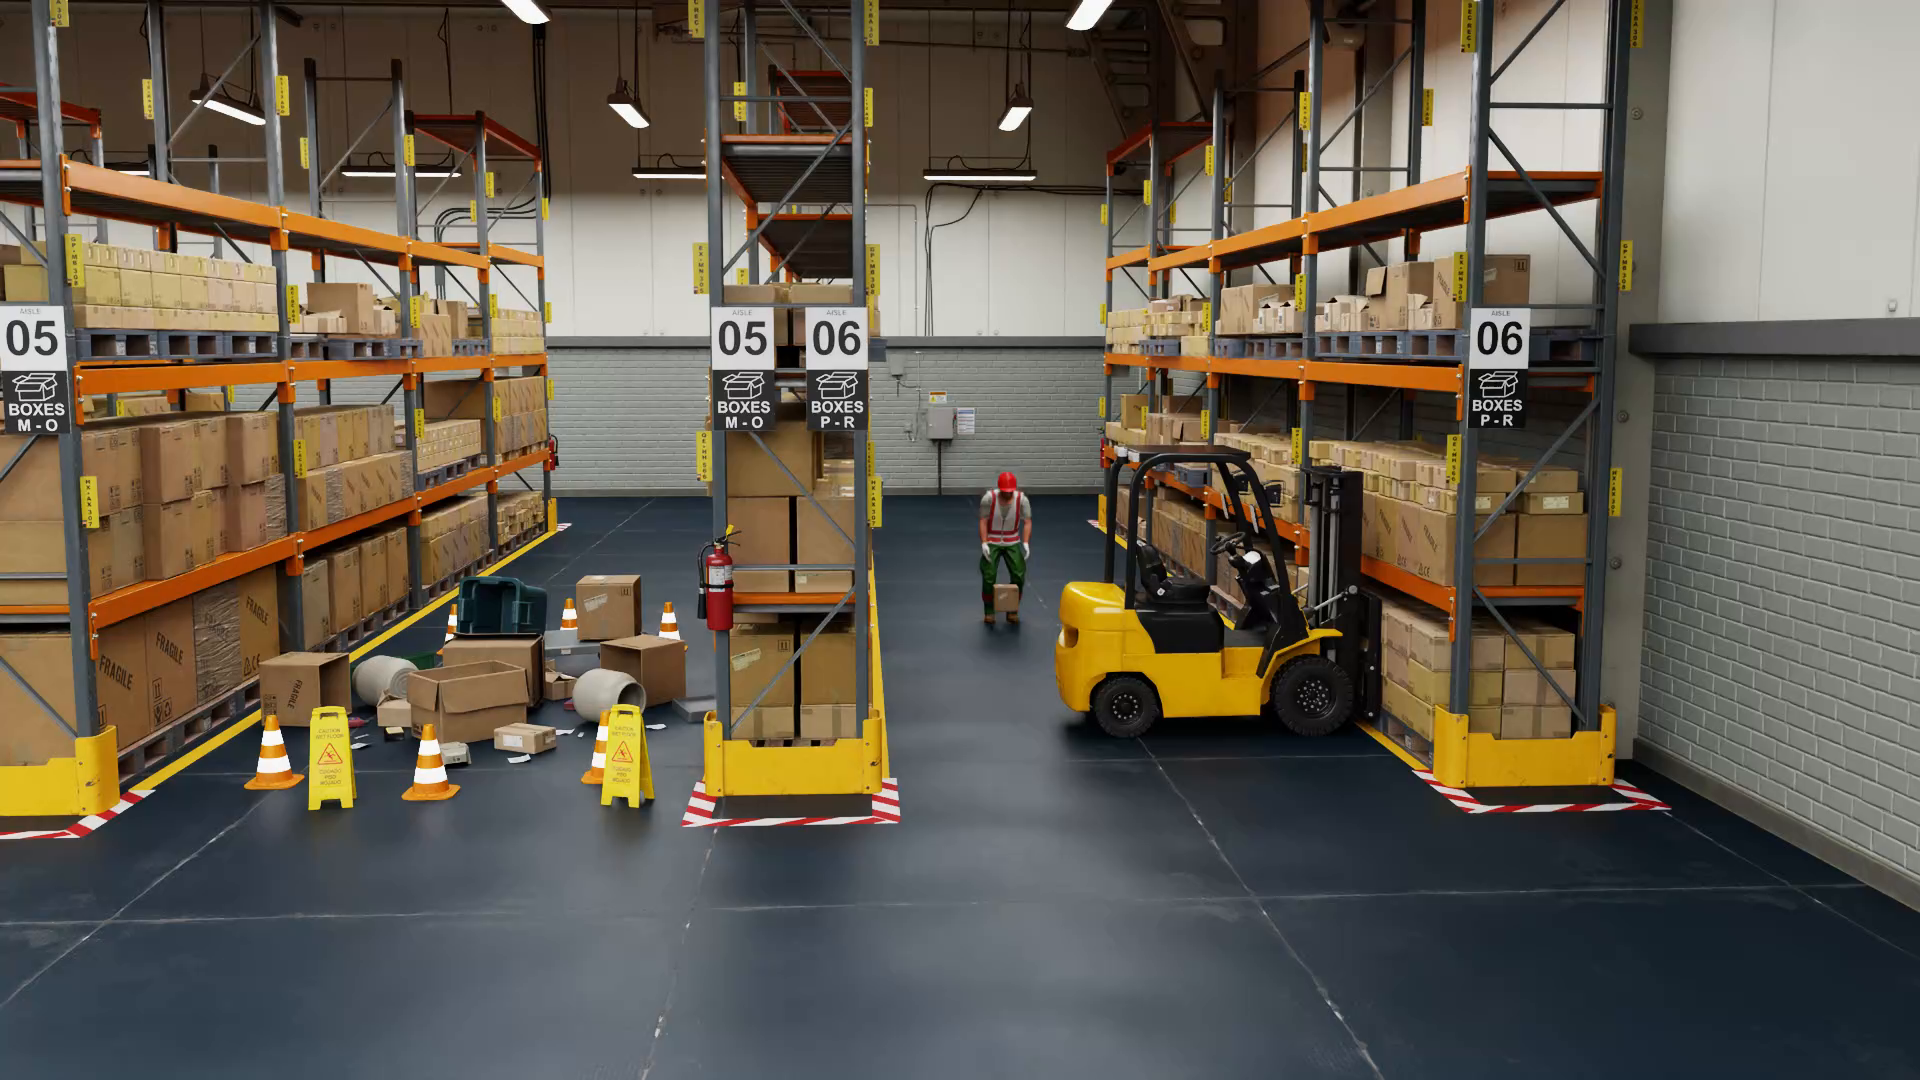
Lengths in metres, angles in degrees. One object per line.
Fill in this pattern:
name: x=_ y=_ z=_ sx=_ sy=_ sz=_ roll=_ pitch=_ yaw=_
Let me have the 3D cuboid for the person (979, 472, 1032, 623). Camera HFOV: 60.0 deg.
person: x=0.484 y=0.070 z=17.743 sx=0.568 sy=1.627 sz=0.602 roll=0 pitch=7 yaw=-3
